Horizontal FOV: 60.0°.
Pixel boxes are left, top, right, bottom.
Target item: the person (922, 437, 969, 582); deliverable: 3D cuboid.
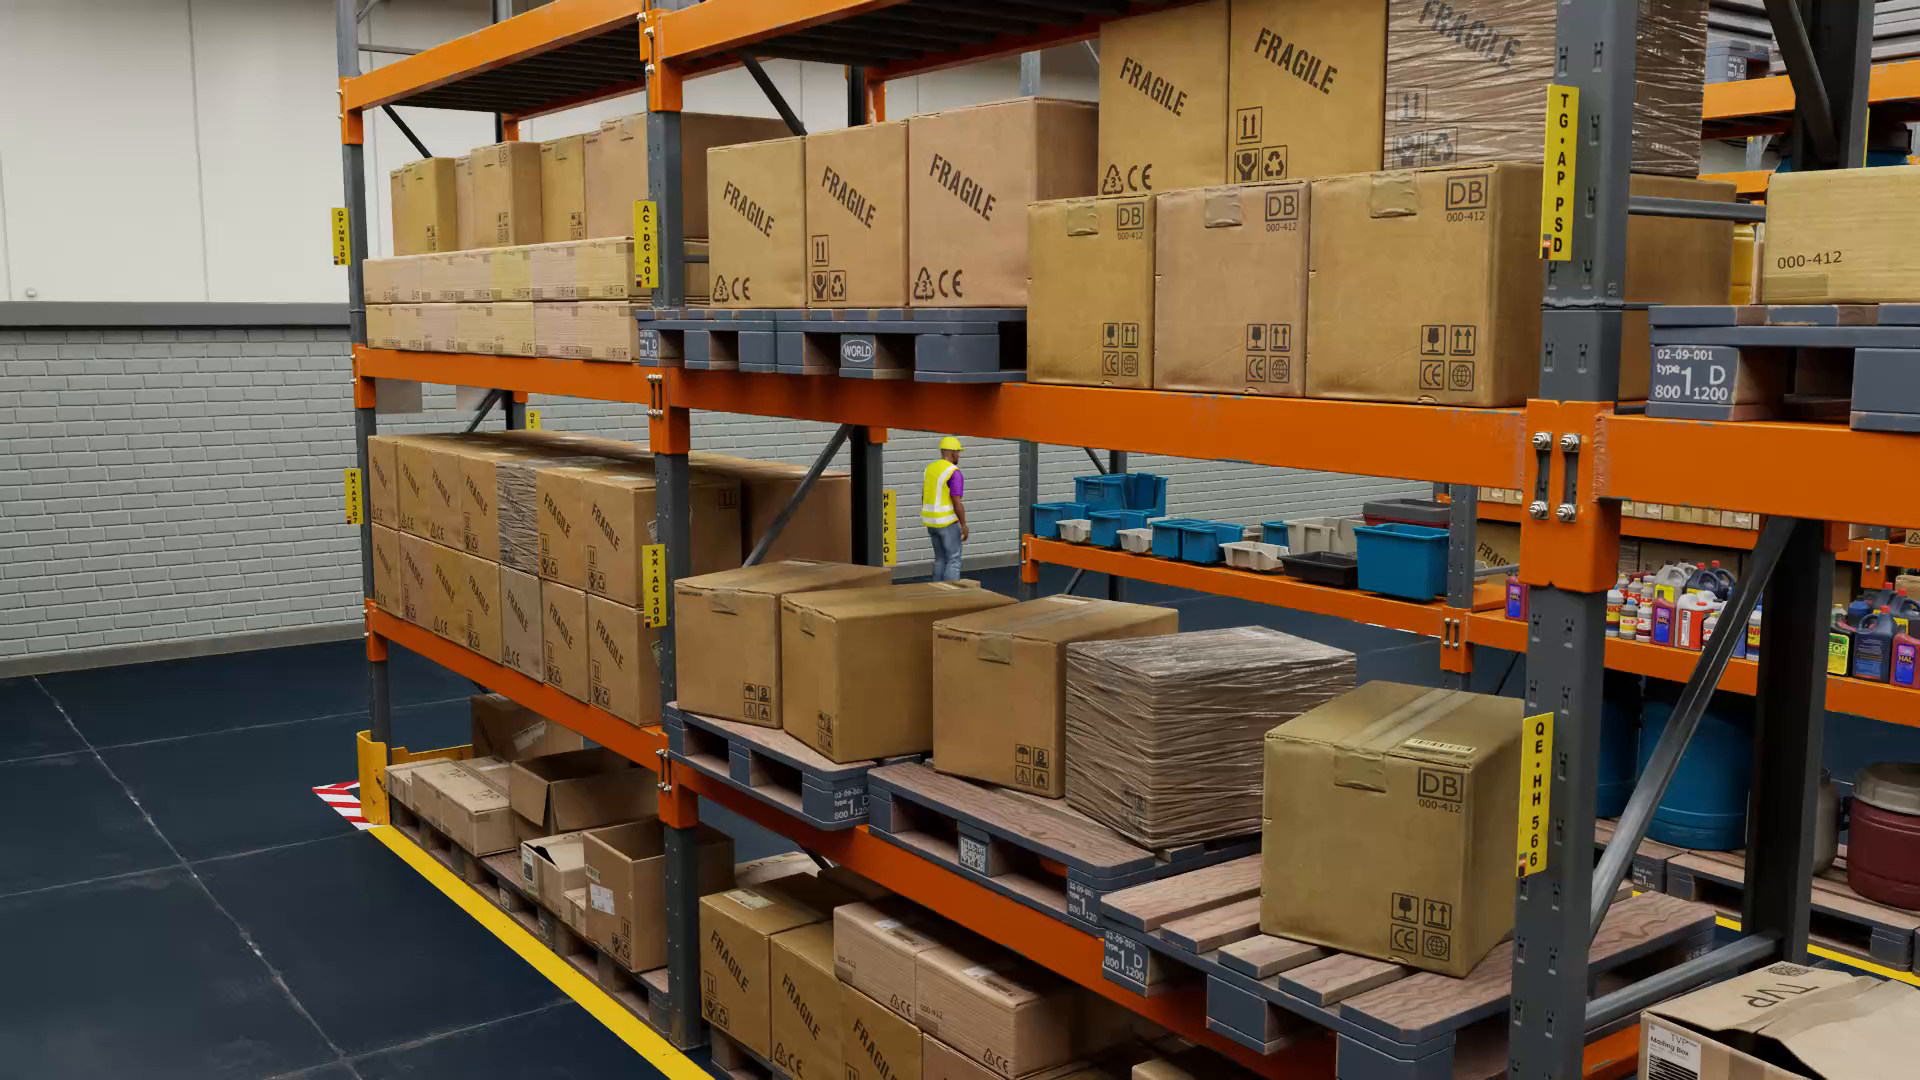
[{"bbox_3d":[-0.138,-0.176,17.031,0.463,1.760,0.633,-6,10,-37],"label":"person"}]
